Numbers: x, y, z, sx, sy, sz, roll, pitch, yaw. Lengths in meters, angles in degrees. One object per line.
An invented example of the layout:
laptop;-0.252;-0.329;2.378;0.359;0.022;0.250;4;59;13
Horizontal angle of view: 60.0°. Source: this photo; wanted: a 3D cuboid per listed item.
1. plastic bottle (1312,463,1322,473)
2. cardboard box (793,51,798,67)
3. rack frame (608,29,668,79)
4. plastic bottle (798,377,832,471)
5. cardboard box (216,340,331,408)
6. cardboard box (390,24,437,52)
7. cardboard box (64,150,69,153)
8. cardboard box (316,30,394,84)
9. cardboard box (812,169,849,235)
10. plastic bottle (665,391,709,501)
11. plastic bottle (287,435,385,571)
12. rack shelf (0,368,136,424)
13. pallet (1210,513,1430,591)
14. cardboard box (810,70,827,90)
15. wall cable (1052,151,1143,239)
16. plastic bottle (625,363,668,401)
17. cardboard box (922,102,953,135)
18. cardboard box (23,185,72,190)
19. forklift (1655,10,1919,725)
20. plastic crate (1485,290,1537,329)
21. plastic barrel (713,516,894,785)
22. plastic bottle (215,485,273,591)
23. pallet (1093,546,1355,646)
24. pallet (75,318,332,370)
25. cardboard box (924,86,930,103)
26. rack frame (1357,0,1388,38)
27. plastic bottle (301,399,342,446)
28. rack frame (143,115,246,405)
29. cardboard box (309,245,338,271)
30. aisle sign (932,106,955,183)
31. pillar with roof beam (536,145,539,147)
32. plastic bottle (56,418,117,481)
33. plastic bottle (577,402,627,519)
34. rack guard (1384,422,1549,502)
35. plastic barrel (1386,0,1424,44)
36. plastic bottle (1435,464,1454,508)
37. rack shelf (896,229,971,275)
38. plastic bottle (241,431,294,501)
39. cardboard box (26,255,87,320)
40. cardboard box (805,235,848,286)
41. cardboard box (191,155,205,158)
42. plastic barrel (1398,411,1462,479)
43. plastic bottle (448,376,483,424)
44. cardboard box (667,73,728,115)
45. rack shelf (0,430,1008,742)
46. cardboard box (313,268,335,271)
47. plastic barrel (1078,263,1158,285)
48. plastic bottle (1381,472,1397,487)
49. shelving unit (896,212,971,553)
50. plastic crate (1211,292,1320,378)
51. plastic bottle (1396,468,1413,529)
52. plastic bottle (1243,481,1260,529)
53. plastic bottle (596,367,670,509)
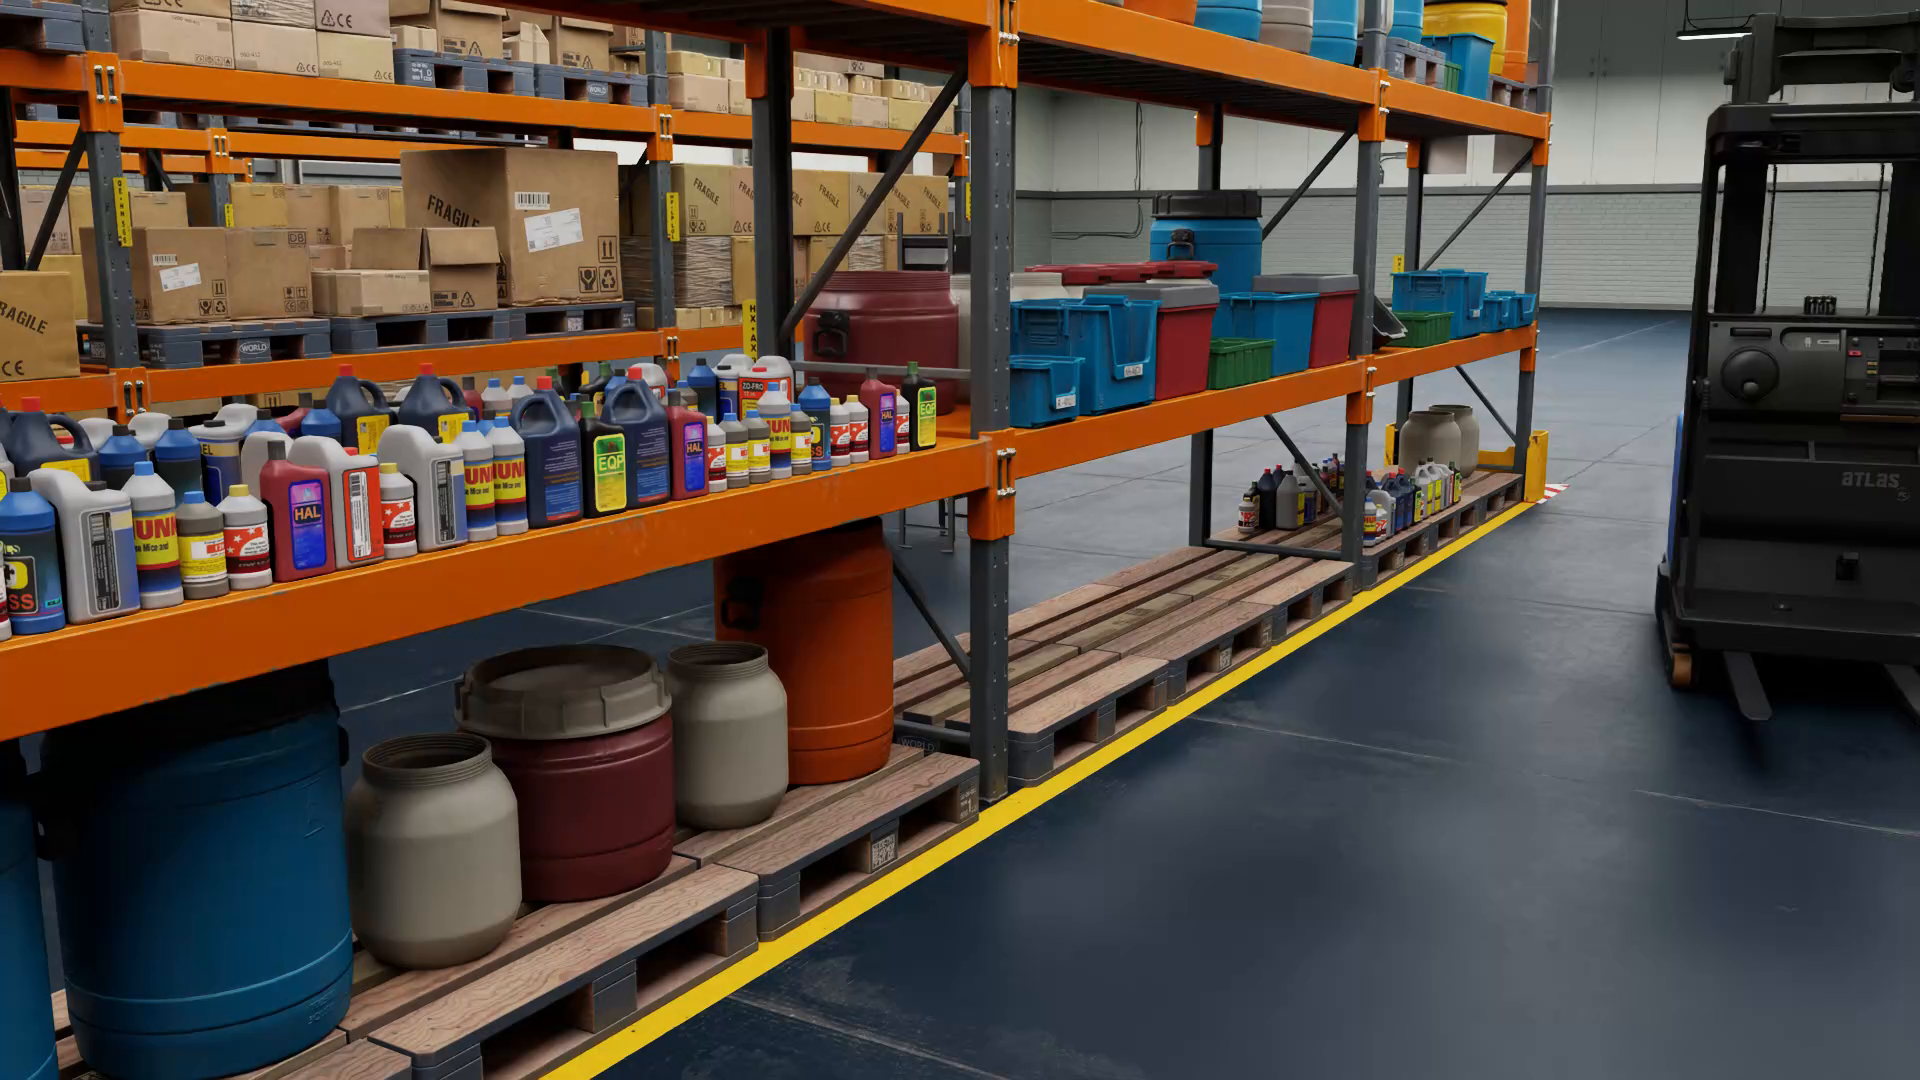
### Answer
plastic bottle;2.324;-0.371;10.916;0.097;0.271;0.097;0;11;0
cardboard box;-1.368;-4.033;13.671;0.500;0.500;0.500;6;12;30
rack frame;-2.443;-4.645;11.226;1.000;3.000;0.127;6;12;31
plastic bottle;-0.428;-0.343;4.900;0.097;0.271;0.097;0;11;0
cardboard box;-6.243;-1.440;15.044;0.875;0.875;0.875;7;12;32
cardboard box;-3.331;-2.958;9.859;0.380;0.166;0.250;6;12;29
cardboard box;-9.739;-4.263;18.017;0.380;0.149;0.250;6;12;31
cardboard box;-3.533;-2.680;9.289;0.500;0.250;0.500;7;13;32
cardboard box;-1.224;-2.667;13.165;0.500;0.500;0.500;6;12;31
plastic bottle;-0.725;-0.253;4.384;0.061;0.283;0.133;6;12;31
plastic bottle;-1.317;-0.086;3.514;0.152;0.276;0.135;6;12;31
rack shelf;-5.558;-0.399;6.804;1.077;0.370;4.000;6;12;31
pallet;2.174;0.046;10.050;1.003;0.211;1.213;6;12;31
cardboard box;-1.262;-3.567;12.944;0.380;0.149;0.250;7;13;32
wall cable;4.023;-10.200;49.337;3.097;2.526;0.112;6;12;31
plastic bottle;-1.028;-0.423;5.315;0.152;0.276;0.135;6;12;31
cardboard box;-0.400;-3.626;14.342;0.500;0.250;0.500;7;13;32
cardboard box;-9.931;-3.533;17.792;0.700;0.500;0.500;6;12;29
forklift;3.754;-0.801;7.180;1.130;2.935;3.031;4;11;20
plastic crate;3.863;-1.672;12.052;0.499;0.251;0.616;6;12;31
plastic barrel;-0.526;0.345;5.632;0.600;0.830;0.708;6;12;31
plastic bottle;-1.423;-0.008;3.297;0.097;0.201;0.097;0;11;0
pallet;1.416;0.275;8.828;1.003;0.211;1.213;6;12;31
pallet;-4.241;-1.095;9.089;1.213;0.211;1.003;6;12;31
cardboard box;-0.479;-3.819;14.289;0.380;0.149;0.250;6;12;29
rack frame;1.790;-4.172;8.699;1.000;3.000;0.127;6;12;31
plastic bottle;-1.635;-0.225;4.269;0.097;0.271;0.097;0;11;0
rack frame;-6.630;-2.186;14.395;1.000;3.000;0.127;6;12;31
cardboard box;-6.182;-2.408;15.170;0.875;0.550;0.550;6;12;31
aisle sign;-0.078;-3.584;14.799;0.394;0.787;0.004;6;12;31
pillar with roof beam;-4.303;-8.147;29.933;9.100;9.000;0.548;6;12;31
plastic bottle;-1.983;-0.134;3.768;0.152;0.276;0.135;6;12;31
plastic bottle;-0.891;-0.203;4.116;0.061;0.283;0.133;6;12;31
rack guard;3.868;-0.607;12.753;1.175;0.500;0.348;6;12;31
plastic barrel;2.398;-3.297;9.672;0.600;0.901;0.708;6;12;31
plastic bottle;3.134;-0.362;10.857;0.152;0.276;0.135;6;12;31
rack shelf;-0.086;-1.681;10.410;0.431;0.518;0.480;6;12;31
plastic bottle;-1.447;-0.101;3.592;0.152;0.276;0.135;6;12;31
cardboard box;-7.197;-1.969;12.962;0.500;0.500;0.500;7;12;31
cardboard box;-1.398;-2.195;13.361;0.875;0.500;0.500;6;12;31
cardboard box;-8.883;-4.498;19.275;0.380;0.149;0.250;6;12;31
plastic barrel;3.330;-0.646;11.789;0.421;0.512;0.421;0;11;0
plastic bottle;-1.426;-0.322;4.755;0.061;0.283;0.133;6;12;31
cardboard box;-1.991;-3.143;11.764;0.500;0.250;0.500;6;12;28
rack shelf;-1.325;0.074;4.277;1.077;0.370;4.000;6;12;31
cardboard box;-3.885;-1.496;9.931;0.396;0.266;0.258;6;12;29
plastic barrel;0.725;-1.045;7.930;0.433;0.535;0.433;0;11;0
plastic bottle;2.743;-0.295;10.498;0.152;0.276;0.135;6;12;31
shelving unit;-0.086;-1.006;10.536;0.431;2.100;0.503;6;12;31
plastic crate;1.483;-1.012;8.167;0.392;0.384;0.575;6;12;31
plastic bottle;2.662;-0.254;10.079;0.144;0.351;0.185;6;12;28
plastic bottle;1.758;-0.211;10.033;0.061;0.283;0.133;7;13;34
plastic bottle;-0.844;-0.265;4.265;0.144;0.351;0.185;6;12;31
